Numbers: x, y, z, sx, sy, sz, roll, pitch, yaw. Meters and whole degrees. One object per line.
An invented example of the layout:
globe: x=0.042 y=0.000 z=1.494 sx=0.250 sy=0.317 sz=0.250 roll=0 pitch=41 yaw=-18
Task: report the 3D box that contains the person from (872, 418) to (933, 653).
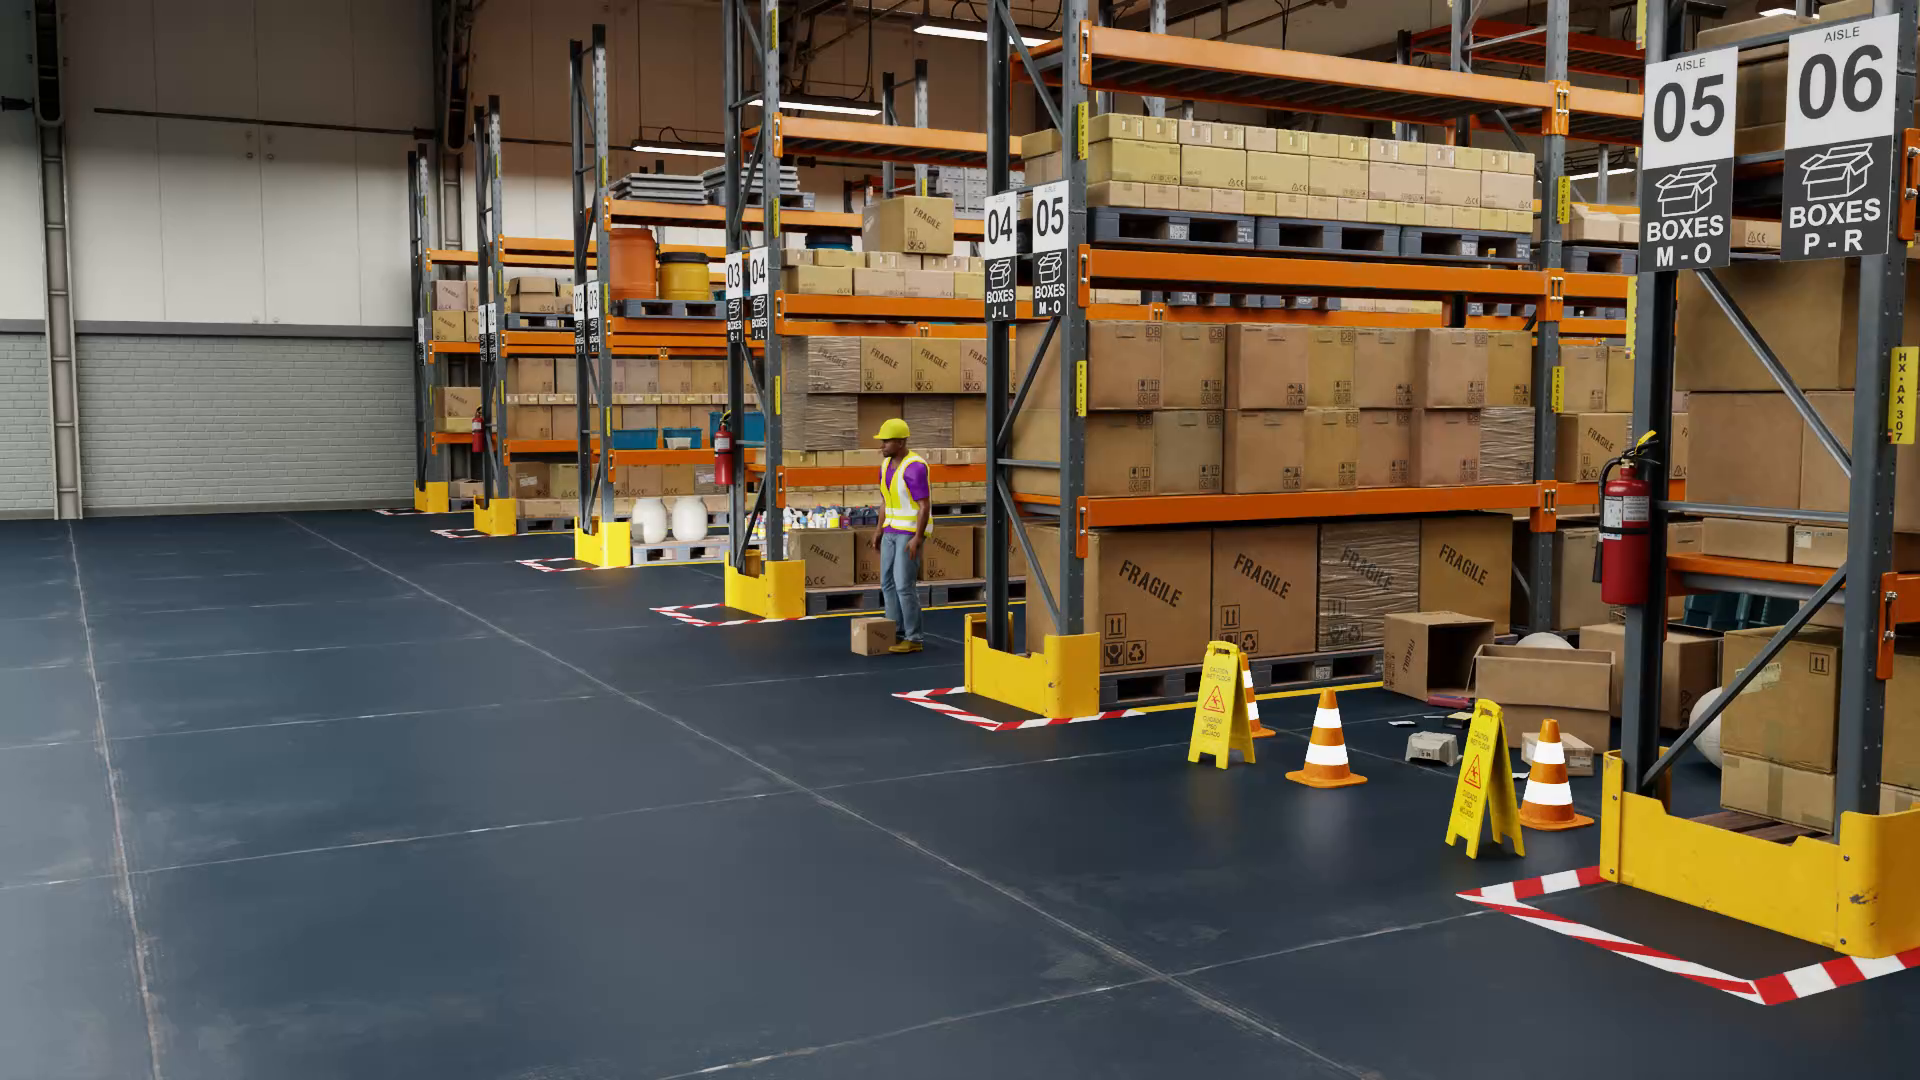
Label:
person: x=-0.453 y=-0.036 z=12.567 sx=0.454 sy=1.761 sz=0.636 roll=-3 pitch=6 yaw=-32
